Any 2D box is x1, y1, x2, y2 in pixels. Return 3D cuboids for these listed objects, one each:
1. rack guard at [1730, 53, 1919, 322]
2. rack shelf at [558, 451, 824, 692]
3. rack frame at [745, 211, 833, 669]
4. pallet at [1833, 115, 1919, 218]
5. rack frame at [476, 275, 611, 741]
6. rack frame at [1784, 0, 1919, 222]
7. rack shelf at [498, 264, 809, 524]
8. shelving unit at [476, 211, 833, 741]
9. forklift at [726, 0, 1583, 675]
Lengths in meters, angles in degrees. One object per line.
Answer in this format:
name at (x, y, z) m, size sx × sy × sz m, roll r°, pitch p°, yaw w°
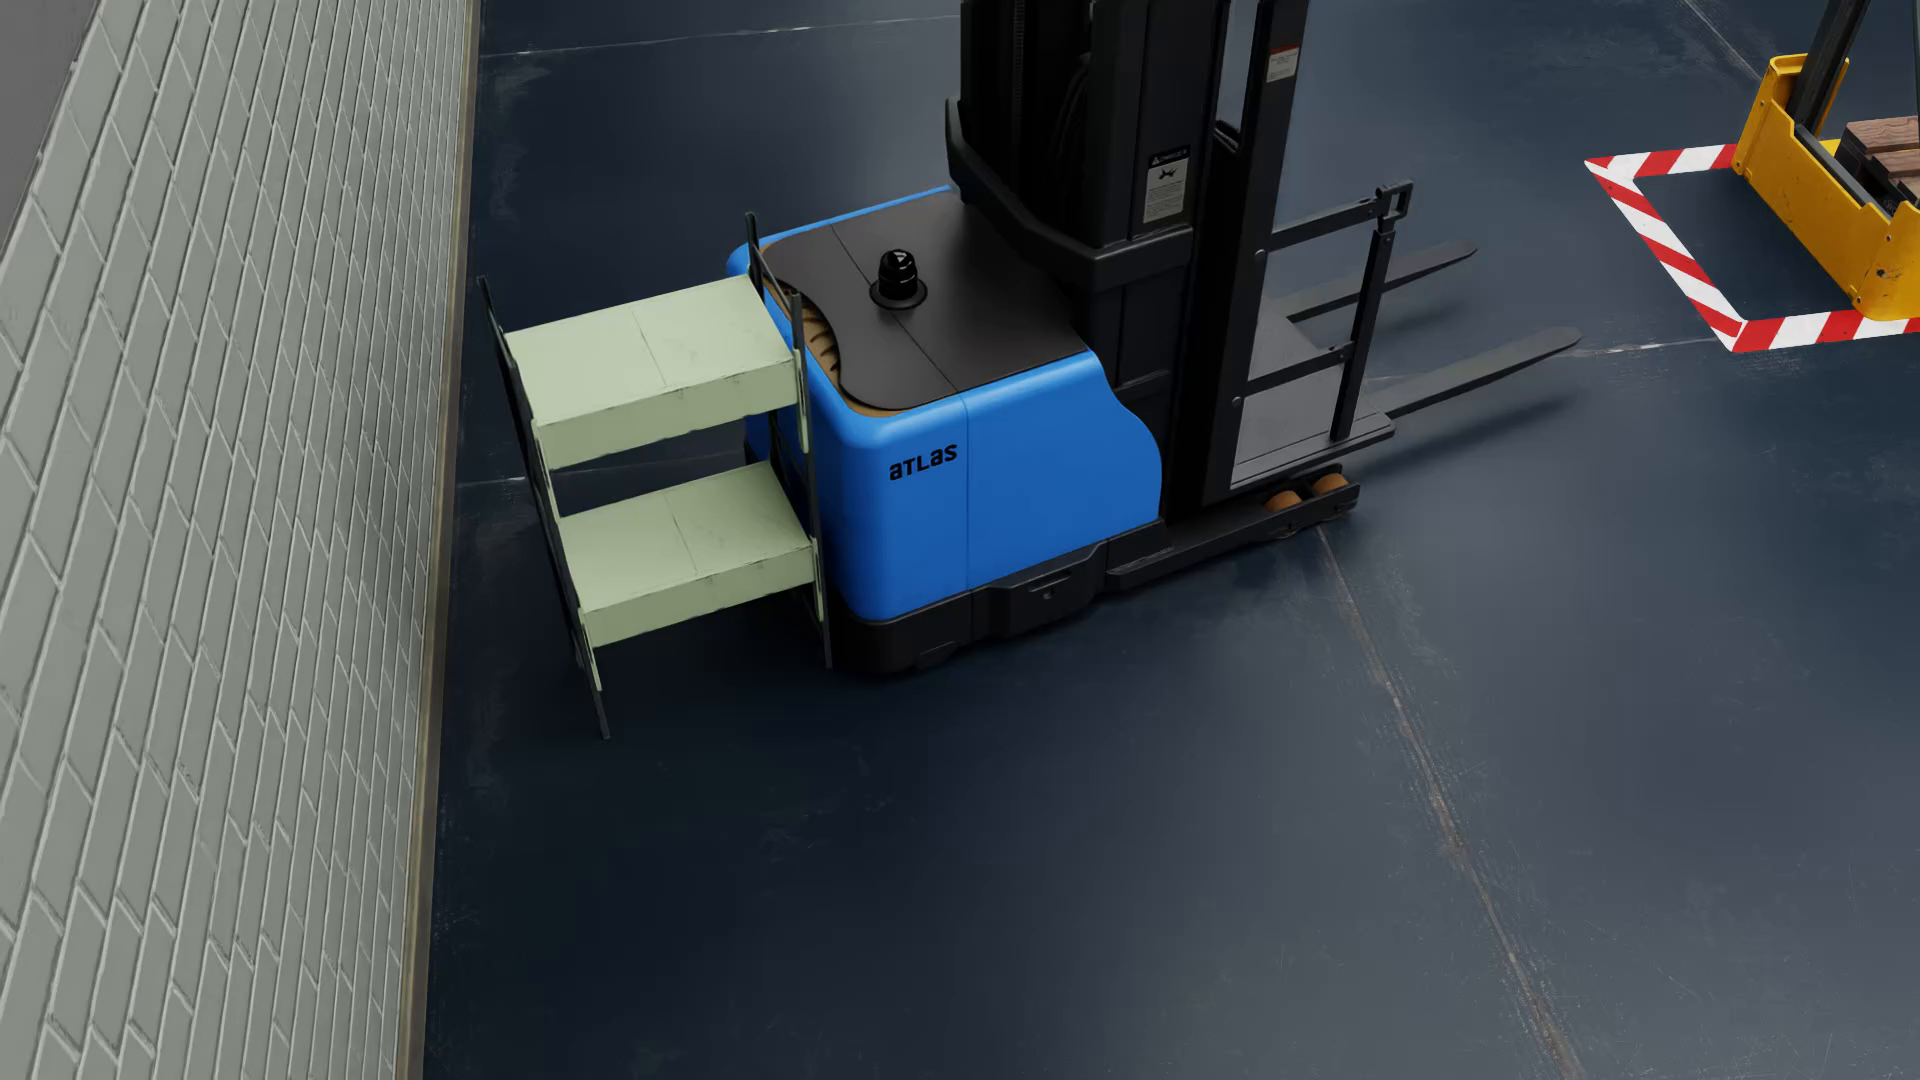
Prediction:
rack guard at (3.662, -1.467, 6.816) m, size 0.348 × 0.500 × 1.175 m, roll -7°, pitch 46°, yaw -7°
rack shelf at (-0.835, 0.089, 5.076) m, size 0.720 × 0.370 × 0.431 m, roll -17°, pitch 48°, yaw -16°
rack frame at (-0.498, -0.241, 4.940) m, size 0.023 × 1.500 × 0.400 m, roll -17°, pitch 48°, yaw -16°
pallet at (4.503, -1.453, 7.003) m, size 1.213 × 0.211 × 1.003 m, roll -7°, pitch 46°, yaw -7°
rack frame at (-1.171, -0.034, 4.741) m, size 0.023 × 1.500 × 0.400 m, roll -17°, pitch 48°, yaw -16°
rack frame at (3.684, -2.346, 5.928) m, size 0.127 × 3.000 × 1.000 m, roll -7°, pitch 46°, yaw -7°
rack shelf at (-0.835, -0.408, 4.560) m, size 0.720 × 0.370 × 0.431 m, roll -17°, pitch 48°, yaw -16°
shelving unit at (-0.835, -0.137, 4.841) m, size 0.755 × 1.500 × 0.431 m, roll -17°, pitch 48°, yaw -16°
forklift at (0.814, -1.344, 5.010) m, size 3.031 × 2.935 × 1.130 m, roll -20°, pitch 49°, yaw -18°
